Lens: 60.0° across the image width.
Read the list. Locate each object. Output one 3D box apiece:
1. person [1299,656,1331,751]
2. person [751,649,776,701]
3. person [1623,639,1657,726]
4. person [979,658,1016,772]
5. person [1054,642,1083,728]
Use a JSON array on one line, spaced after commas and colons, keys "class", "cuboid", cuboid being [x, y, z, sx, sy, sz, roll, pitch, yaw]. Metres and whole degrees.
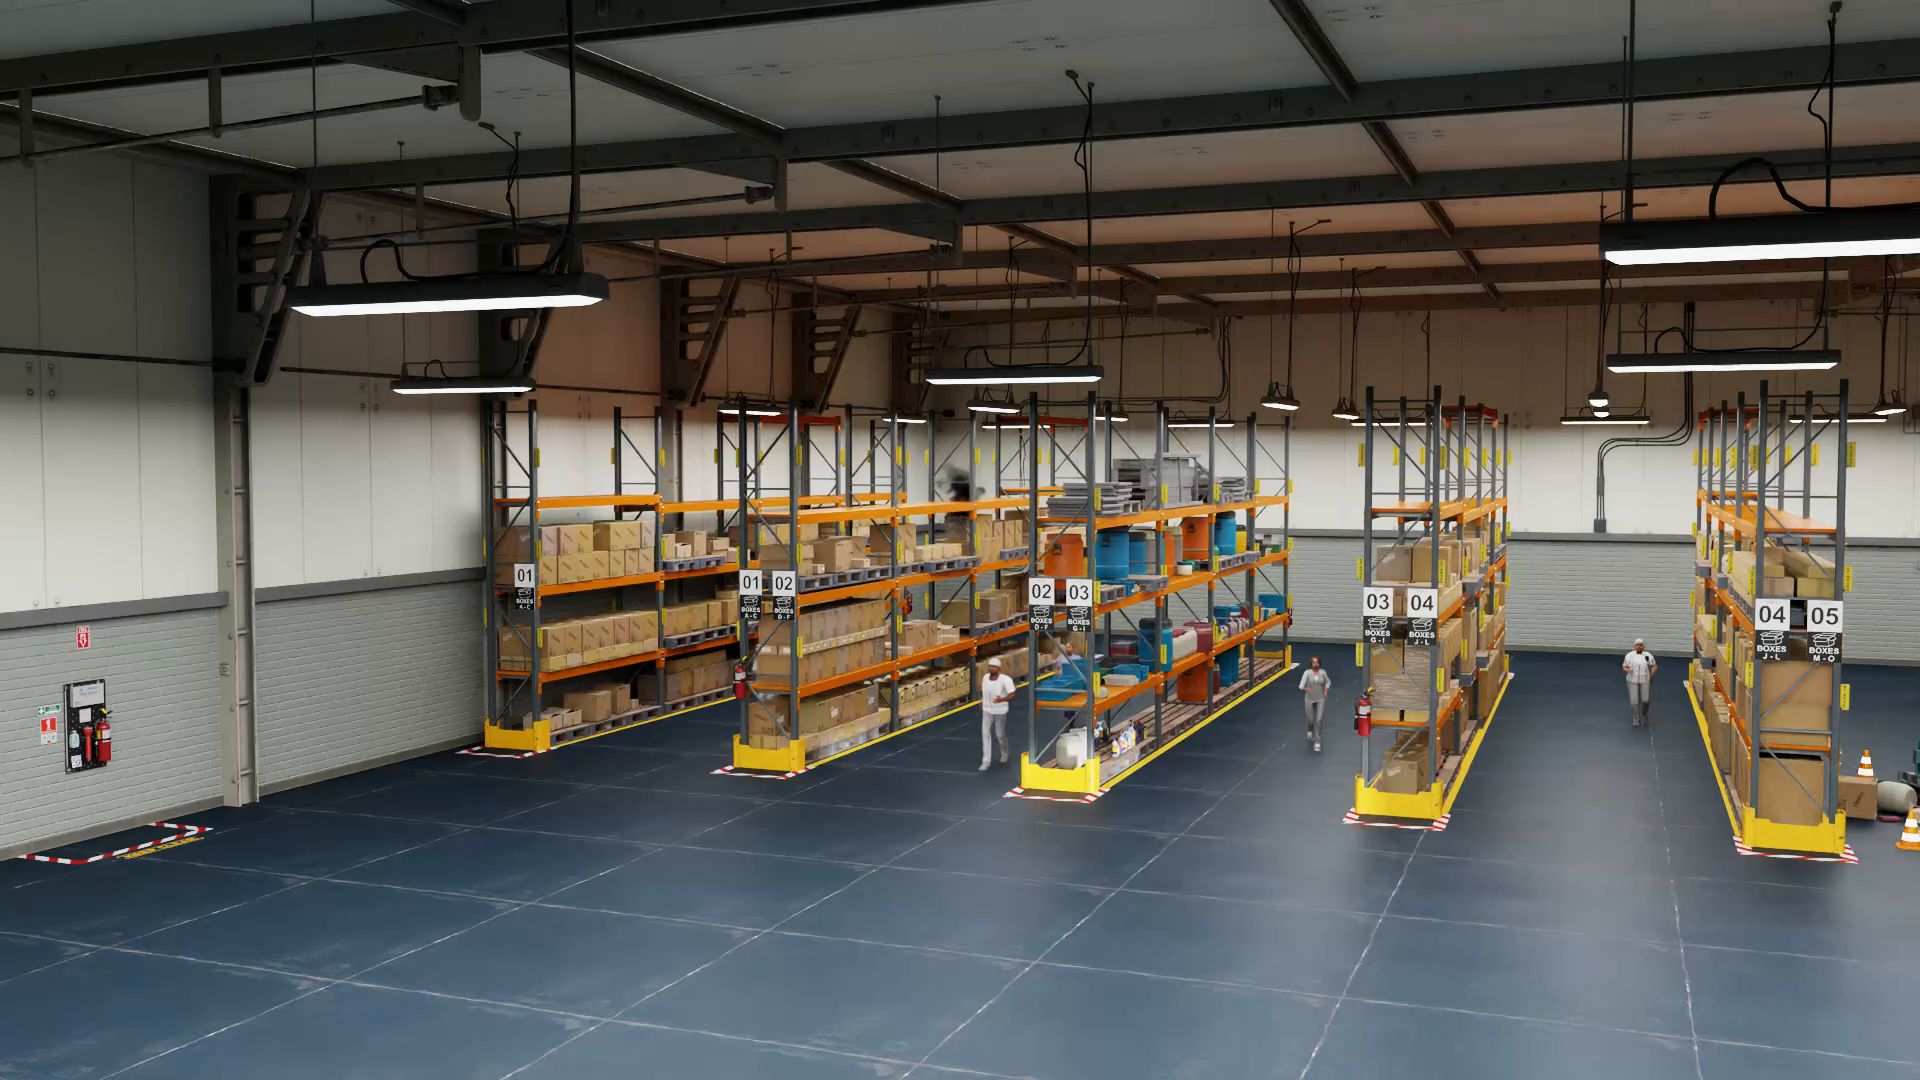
[{"class": "person", "cuboid": [6.092, 2.779, 28.525, 0.541, 1.574, 0.867, 0, 3, 8]}, {"class": "person", "cuboid": [-3.607, 2.591, 31.253, 0.696, 1.731, 0.639, 1, 3, 19]}, {"class": "person", "cuboid": [12.635, 2.654, 30.920, 0.592, 1.627, 0.557, 1, 3, 22]}, {"class": "person", "cuboid": [0.592, 2.795, 26.825, 0.685, 1.807, 0.848, 1, 3, 23]}, {"class": "person", "cuboid": [2.055, 2.683, 31.035, 0.593, 1.600, 0.586, 1, 3, 14]}]
